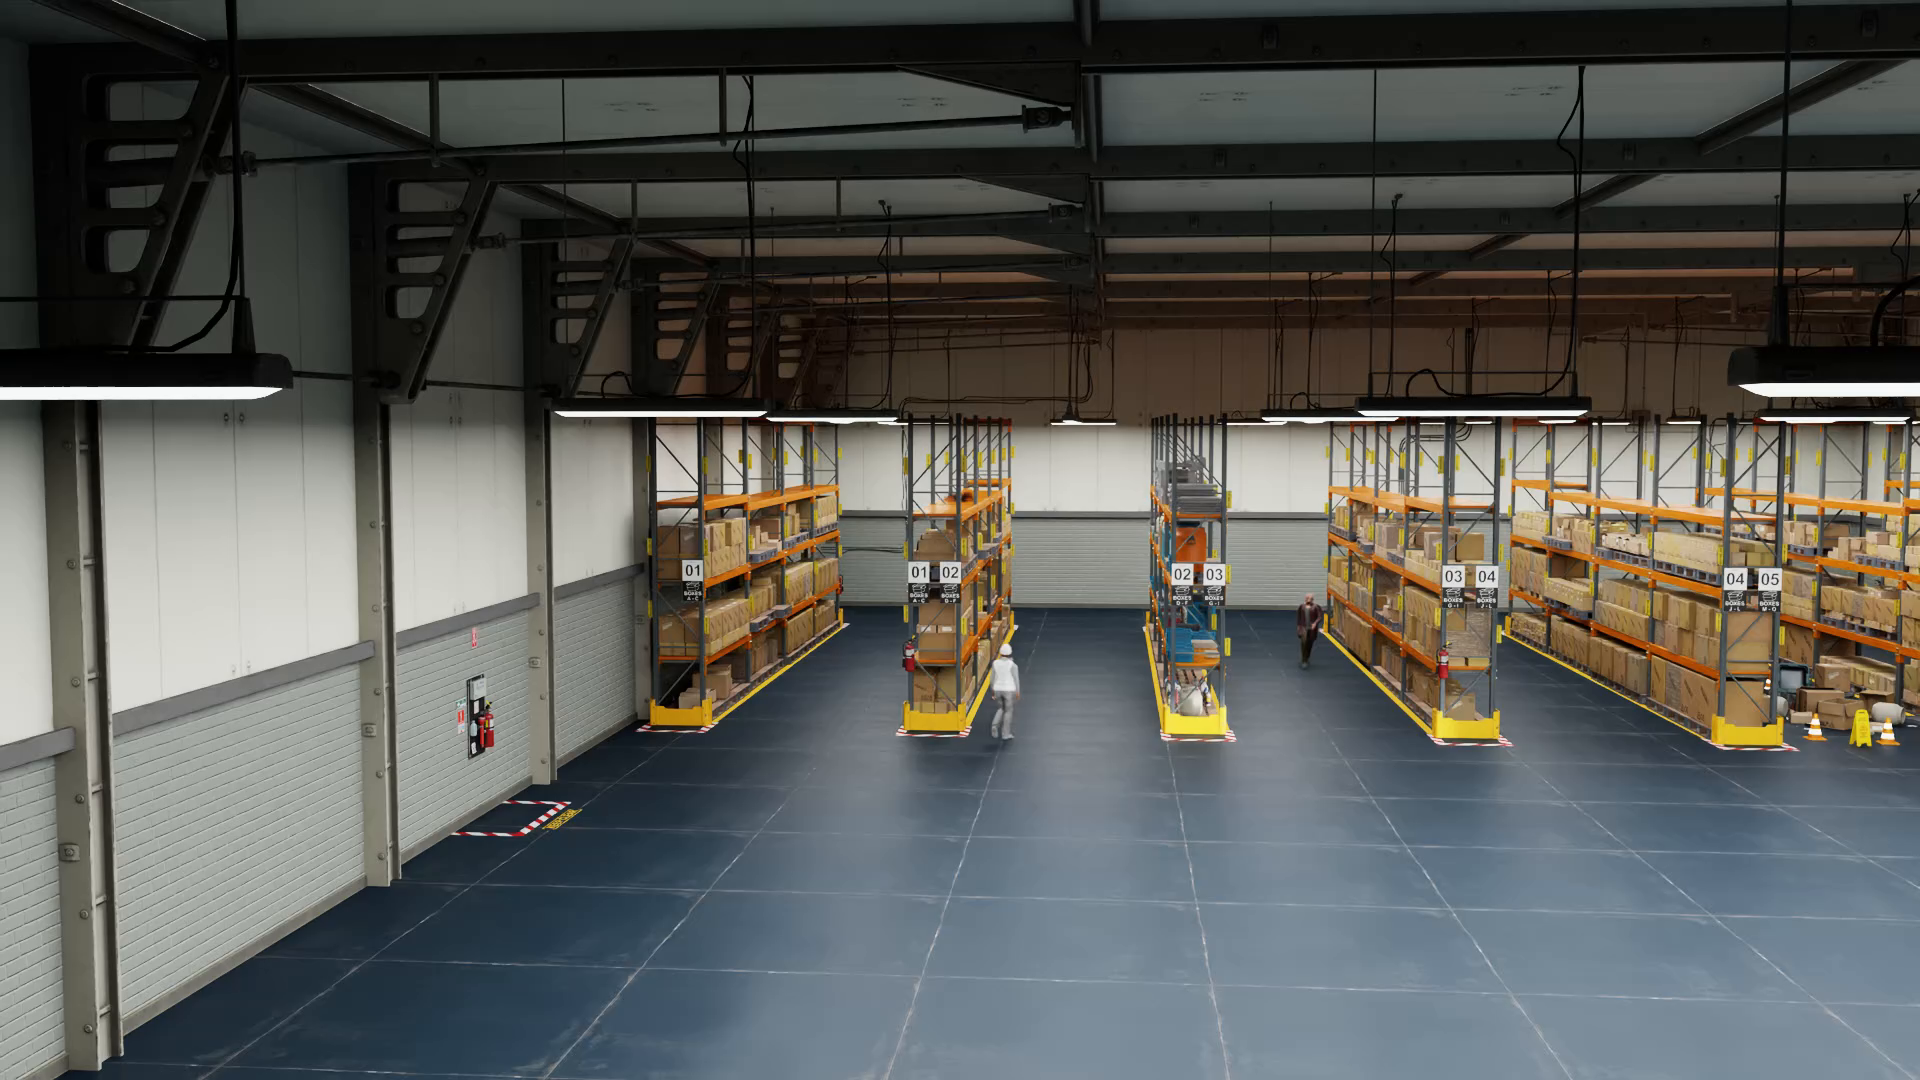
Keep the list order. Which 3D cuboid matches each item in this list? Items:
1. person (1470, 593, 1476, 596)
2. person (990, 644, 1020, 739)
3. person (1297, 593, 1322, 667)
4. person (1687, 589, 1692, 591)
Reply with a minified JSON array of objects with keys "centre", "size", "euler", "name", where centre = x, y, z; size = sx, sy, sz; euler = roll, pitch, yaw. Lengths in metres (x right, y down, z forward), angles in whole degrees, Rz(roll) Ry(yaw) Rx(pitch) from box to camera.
[{"centre":[14.303,1.724,46.617],"size":[0.584,1.658,1.063],"euler":[3,5,42],"name":"person"},{"centre":[0.823,2.771,30.481],"size":[0.535,1.763,0.481],"euler":[3,5,37],"name":"person"},{"centre":[8.447,2.189,40.208],"size":[0.561,1.814,0.938],"euler":[0,4,6],"name":"person"},{"centre":[20.984,1.680,47.745],"size":[0.425,1.646,0.430],"euler":[0,4,-1],"name":"person"}]
